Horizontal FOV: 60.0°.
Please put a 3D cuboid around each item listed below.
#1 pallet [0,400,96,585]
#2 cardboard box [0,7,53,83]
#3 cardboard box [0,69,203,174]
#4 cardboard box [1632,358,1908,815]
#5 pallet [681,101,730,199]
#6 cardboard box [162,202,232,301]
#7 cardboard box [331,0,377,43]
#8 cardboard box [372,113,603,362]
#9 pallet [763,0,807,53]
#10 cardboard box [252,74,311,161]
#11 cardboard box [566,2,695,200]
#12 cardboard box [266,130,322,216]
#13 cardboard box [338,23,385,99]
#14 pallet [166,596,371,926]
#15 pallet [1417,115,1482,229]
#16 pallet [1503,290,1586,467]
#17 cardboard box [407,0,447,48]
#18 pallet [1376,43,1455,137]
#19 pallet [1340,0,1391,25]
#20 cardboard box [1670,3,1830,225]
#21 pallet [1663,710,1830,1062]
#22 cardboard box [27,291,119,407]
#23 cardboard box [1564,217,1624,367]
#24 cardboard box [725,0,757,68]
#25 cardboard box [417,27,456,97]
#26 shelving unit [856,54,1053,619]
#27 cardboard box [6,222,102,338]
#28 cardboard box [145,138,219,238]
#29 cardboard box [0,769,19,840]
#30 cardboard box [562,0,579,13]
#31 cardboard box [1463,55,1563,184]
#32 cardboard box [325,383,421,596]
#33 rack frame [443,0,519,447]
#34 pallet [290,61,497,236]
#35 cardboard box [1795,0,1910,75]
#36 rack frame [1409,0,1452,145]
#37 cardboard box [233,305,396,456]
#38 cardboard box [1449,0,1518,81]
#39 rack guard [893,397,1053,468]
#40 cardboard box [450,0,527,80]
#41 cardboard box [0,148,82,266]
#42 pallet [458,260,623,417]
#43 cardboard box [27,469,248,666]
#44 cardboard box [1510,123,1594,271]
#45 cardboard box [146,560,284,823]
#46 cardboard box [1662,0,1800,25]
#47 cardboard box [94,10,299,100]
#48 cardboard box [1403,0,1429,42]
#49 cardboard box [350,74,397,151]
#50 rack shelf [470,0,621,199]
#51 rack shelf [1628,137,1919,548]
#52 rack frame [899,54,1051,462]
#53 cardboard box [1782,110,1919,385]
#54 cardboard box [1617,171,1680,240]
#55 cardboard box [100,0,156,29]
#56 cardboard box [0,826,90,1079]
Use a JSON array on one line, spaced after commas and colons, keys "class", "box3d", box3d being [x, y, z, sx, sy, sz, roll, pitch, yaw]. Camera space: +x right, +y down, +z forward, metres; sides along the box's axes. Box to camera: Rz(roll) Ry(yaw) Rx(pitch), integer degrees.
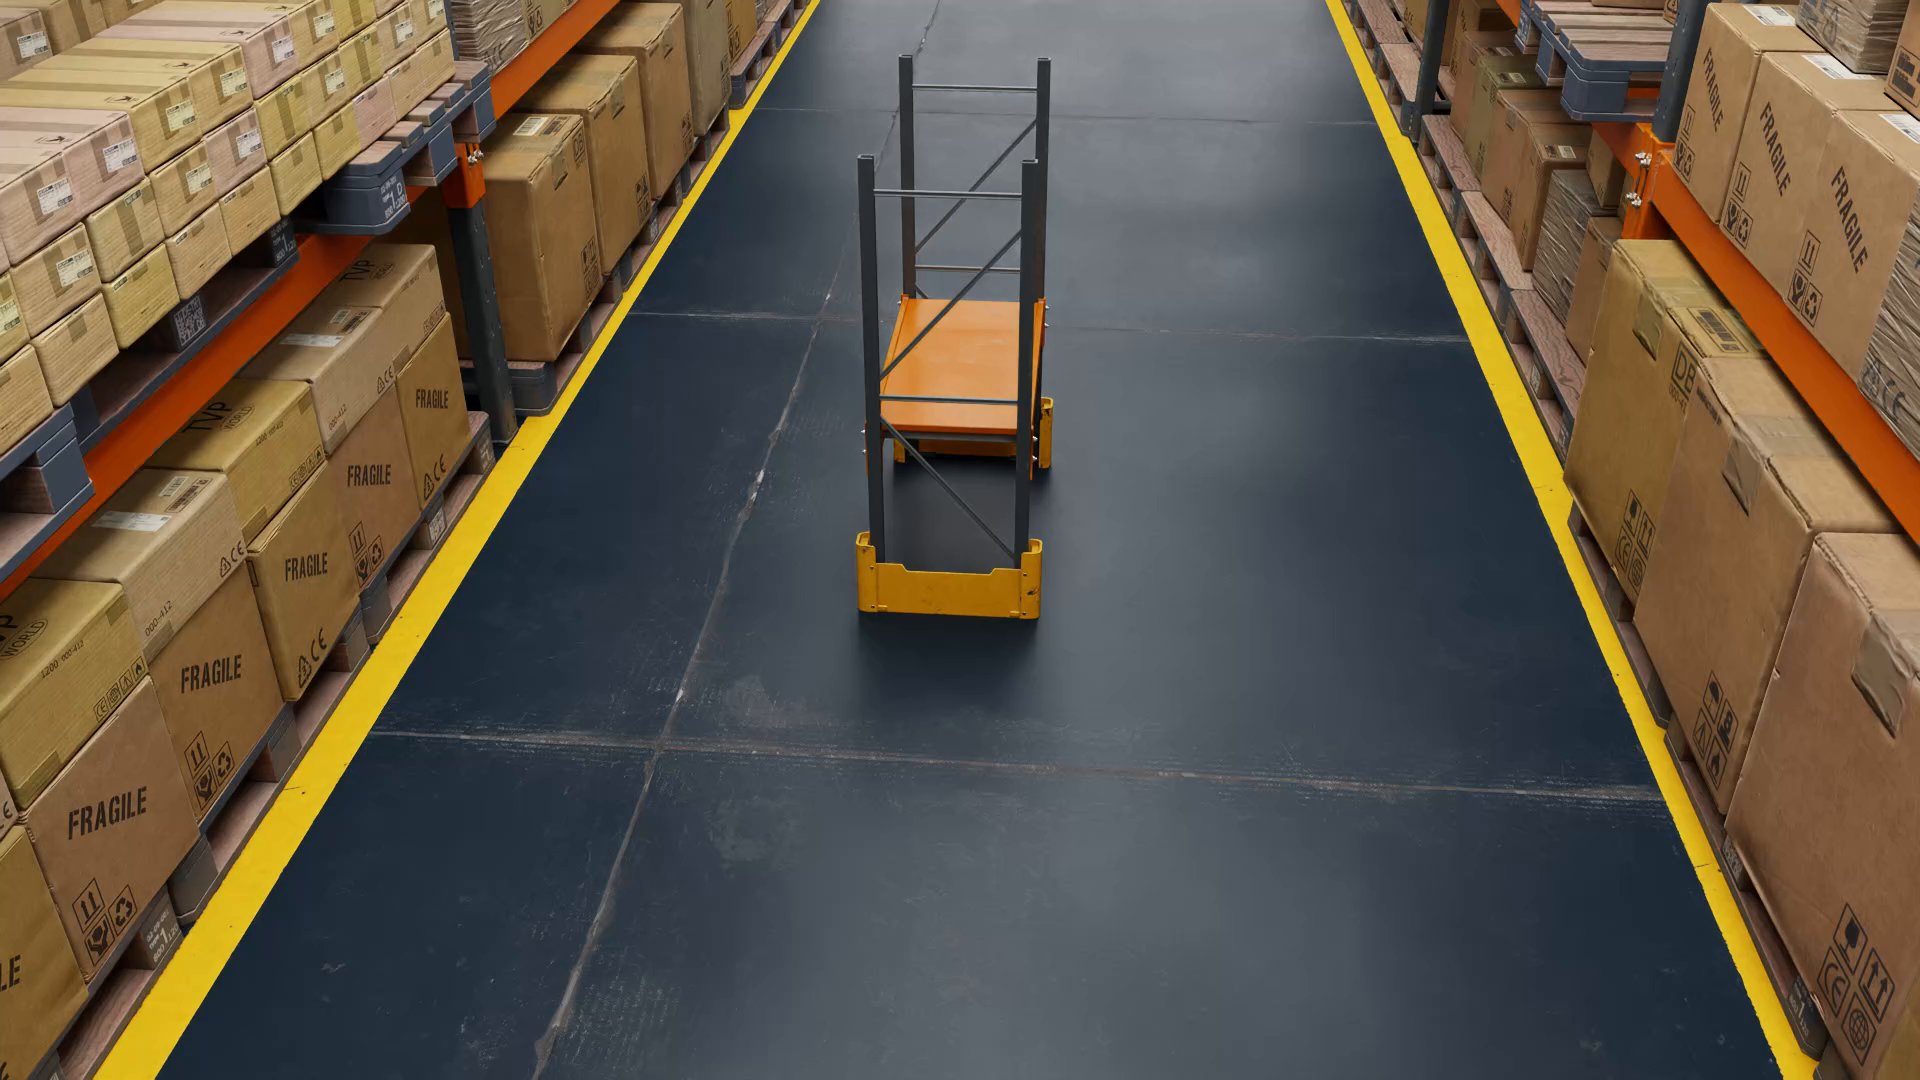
[{"class": "pallet", "box3d": [-2.329, 0.094, 2.922, 1.003, 0.211, 1.213, 2, 32, 4]}, {"class": "cardboard box", "box3d": [-2.527, -1.229, 4.158, 0.380, 0.149, 0.250, 4, 32, 6]}, {"class": "cardboard box", "box3d": [-1.923, -0.923, 3.661, 0.380, 0.149, 0.250, 3, 32, 5]}, {"class": "cardboard box", "box3d": [2.568, 0.130, 4.305, 1.225, 0.875, 0.875, 3, 32, 4]}, {"class": "pallet", "box3d": [-1.872, -2.184, 9.093, 1.003, 0.211, 1.213, 2, 32, 4]}, {"class": "cardboard box", "box3d": [-1.921, -0.667, 3.813, 0.380, 0.149, 0.250, 1, 32, 2]}, {"class": "cardboard box", "box3d": [-1.837, -1.467, 4.544, 0.380, 0.149, 0.250, 3, 32, 5]}, {"class": "cardboard box", "box3d": [-2.071, -1.222, 6.618, 1.050, 0.750, 0.750, 2, 32, 3]}, {"class": "pallet", "box3d": [-1.648, -3.625, 11.431, 1.003, 0.211, 1.213, 2, 32, 4]}, {"class": "cardboard box", "box3d": [-1.879, -1.069, 4.181, 0.380, 0.149, 0.250, 2, 32, 4]}, {"class": "cardboard box", "box3d": [-1.928, -2.166, 8.150, 1.050, 0.750, 0.750, 2, 32, 4]}, {"class": "cardboard box", "box3d": [-1.879, -0.945, 4.264, 0.380, 0.149, 0.250, 1, 32, 2]}, {"class": "cardboard box", "box3d": [-1.835, -1.330, 4.604, 0.380, 0.149, 0.250, 3, 32, 5]}, {"class": "pallet", "box3d": [-2.377, 0.546, 4.663, 1.003, 0.211, 1.213, 2, 32, 4]}, {"class": "pallet", "box3d": [2.989, -1.919, 8.663, 1.003, 0.211, 1.213, 2, 32, 4]}, {"class": "pallet", "box3d": [2.790, -0.643, 6.592, 1.003, 0.211, 1.213, 2, 32, 4]}, {"class": "cardboard box", "box3d": [-1.797, -1.607, 5.054, 0.380, 0.149, 0.250, 3, 32, 5]}, {"class": "pallet", "box3d": [3.070, -2.679, 9.896, 1.003, 0.211, 1.213, 2, 32, 4]}, {"class": "pallet", "box3d": [3.269, -3.955, 11.966, 1.003, 0.211, 1.213, 2, 32, 4]}, {"class": "cardboard box", "box3d": [2.414, -1.222, 4.778, 0.500, 0.500, 0.500, 3, 32, 5]}, {"class": "pallet", "box3d": [2.484, 0.811, 4.233, 1.003, 0.211, 1.213, 2, 32, 4]}, {"class": "cardboard box", "box3d": [-1.962, -0.393, 3.368, 0.380, 0.149, 0.250, 1, 32, 2]}, {"class": "cardboard box", "box3d": [2.760, -0.896, 6.308, 0.700, 0.500, 0.500, 1, 32, 1]}, {"class": "cardboard box", "box3d": [-1.764, -3.378, 9.997, 0.875, 0.875, 0.875, 3, 32, 5]}, {"class": "cardboard box", "box3d": [-1.792, -1.481, 5.133, 0.380, 0.149, 0.250, 3, 32, 5]}, {"class": "shelving unit", "box3d": [0.006, -0.678, 5.421, 0.587, 1.500, 1.083, 2, 32, 4]}, {"class": "cardboard box", "box3d": [-1.965, -0.527, 3.302, 0.380, 0.149, 0.250, 4, 32, 6]}, {"class": "cardboard box", "box3d": [-1.920, -0.797, 3.740, 0.380, 0.149, 0.250, 2, 32, 3]}, {"class": "cardboard box", "box3d": [-2.212, 0.596, 3.191, 0.500, 0.250, 0.500, 1, 32, 2]}, {"class": "cardboard box", "box3d": [-1.824, -2.482, 6.823, 0.500, 0.500, 0.500, 2, 32, 4]}, {"class": "cardboard box", "box3d": [2.922, -2.068, 8.209, 0.700, 0.500, 0.500, 2, 32, 4]}, {"class": "cardboard box", "box3d": [-2.049, -0.174, 5.156, 0.500, 0.500, 0.500, 4, 32, 6]}, {"class": "rack frame", "box3d": [-2.210, -1.686, 5.627, 1.000, 3.000, 0.127, 2, 32, 4]}, {"class": "pallet", "box3d": [-2.162, -1.227, 5.065, 1.213, 0.211, 1.003, 2, 32, 4]}, {"class": "cardboard box", "box3d": [2.649, -1.510, 4.289, 0.797, 0.503, 0.637, 3, 32, 6]}, {"class": "rack frame", "box3d": [3.051, -3.513, 8.592, 1.000, 3.000, 0.127, 2, 32, 4]}, {"class": "cardboard box", "box3d": [-2.035, -0.487, 4.948, 0.500, 0.250, 0.500, 3, 32, 5]}, {"class": "cardboard box", "box3d": [3.123, -2.835, 9.474, 0.500, 0.500, 0.500, 2, 32, 2]}, {"class": "rack guard", "box3d": [0.047, -0.407, 6.172, 0.587, 0.250, 0.087, 2, 32, 4]}, {"class": "cardboard box", "box3d": [-1.905, -1.952, 5.963, 0.500, 0.500, 0.500, 3, 32, 5]}, {"class": "cardboard box", "box3d": [-1.962, -0.650, 3.218, 0.380, 0.149, 0.250, 2, 32, 4]}, {"class": "pallet", "box3d": [-2.071, -0.908, 7.023, 1.003, 0.211, 1.213, 2, 32, 4]}, {"class": "cardboard box", "box3d": [-2.125, 0.051, 4.075, 0.500, 0.250, 0.500, 4, 32, 6]}, {"class": "cardboard box", "box3d": [2.831, -1.483, 7.261, 0.700, 0.500, 0.500, 5, 32, 8]}, {"class": "cardboard box", "box3d": [-2.141, 0.364, 4.282, 0.500, 0.500, 0.500, 3, 32, 5]}, {"class": "cardboard box", "box3d": [2.729, -1.927, 5.522, 0.500, 0.500, 0.500, -1, 32, -2]}, {"class": "cardboard box", "box3d": [-1.881, -1.202, 4.113, 0.380, 0.149, 0.250, 2, 32, 4]}, {"class": "cardboard box", "box3d": [3.135, -3.463, 10.493, 0.500, 0.500, 0.500, 0, 32, 0]}, {"class": "cardboard box", "box3d": [-1.835, -1.216, 4.704, 0.380, 0.149, 0.250, 3, 32, 5]}, {"class": "rack shelf", "box3d": [-2.047, -2.426, 7.513, 1.077, 0.370, 4.000, 2, 32, 4]}, {"class": "rack shelf", "box3d": [2.562, -0.070, 3.689, 1.077, 0.370, 4.000, 2, 32, 4]}, {"class": "rack frame", "box3d": [0.048, -0.949, 5.860, 0.500, 1.500, 0.032, 2, 32, 4]}, {"class": "cardboard box", "box3d": [2.336, -0.684, 3.905, 0.500, 0.500, 0.500, 2, 32, 3]}, {"class": "cardboard box", "box3d": [2.750, -1.216, 6.112, 0.500, 0.250, 0.500, 4, 32, 6]}, {"class": "cardboard box", "box3d": [-2.484, -1.509, 4.612, 0.380, 0.149, 0.250, 2, 32, 4]}, {"class": "cardboard box", "box3d": [-2.211, 0.916, 3.387, 0.500, 0.500, 0.500, 4, 32, 6]}]
